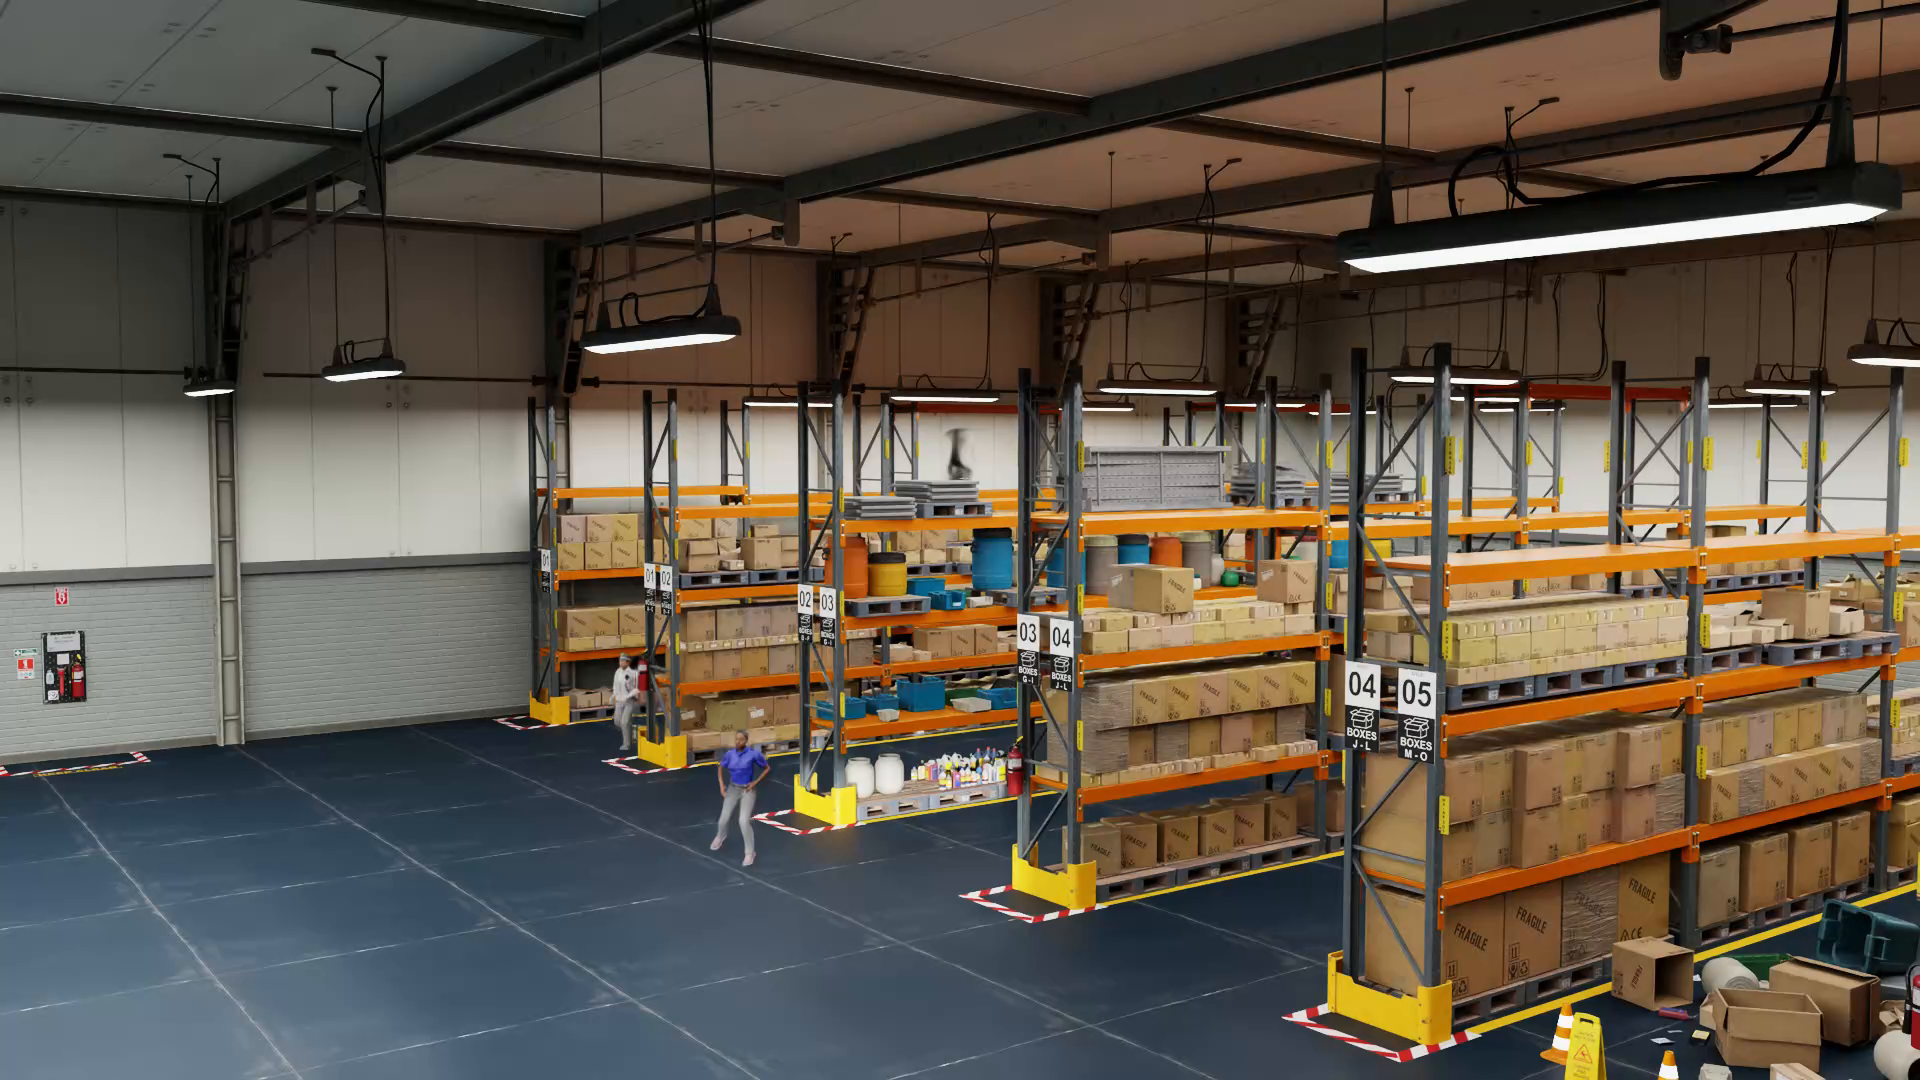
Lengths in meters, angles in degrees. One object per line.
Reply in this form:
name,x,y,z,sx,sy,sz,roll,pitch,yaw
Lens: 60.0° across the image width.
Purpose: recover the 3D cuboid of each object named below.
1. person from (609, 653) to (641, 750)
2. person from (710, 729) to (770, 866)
person,-5.600,2.695,27.969,0.639,1.641,0.587,2,4,27
person,-2.759,3.157,20.615,0.822,1.656,0.707,1,3,10
